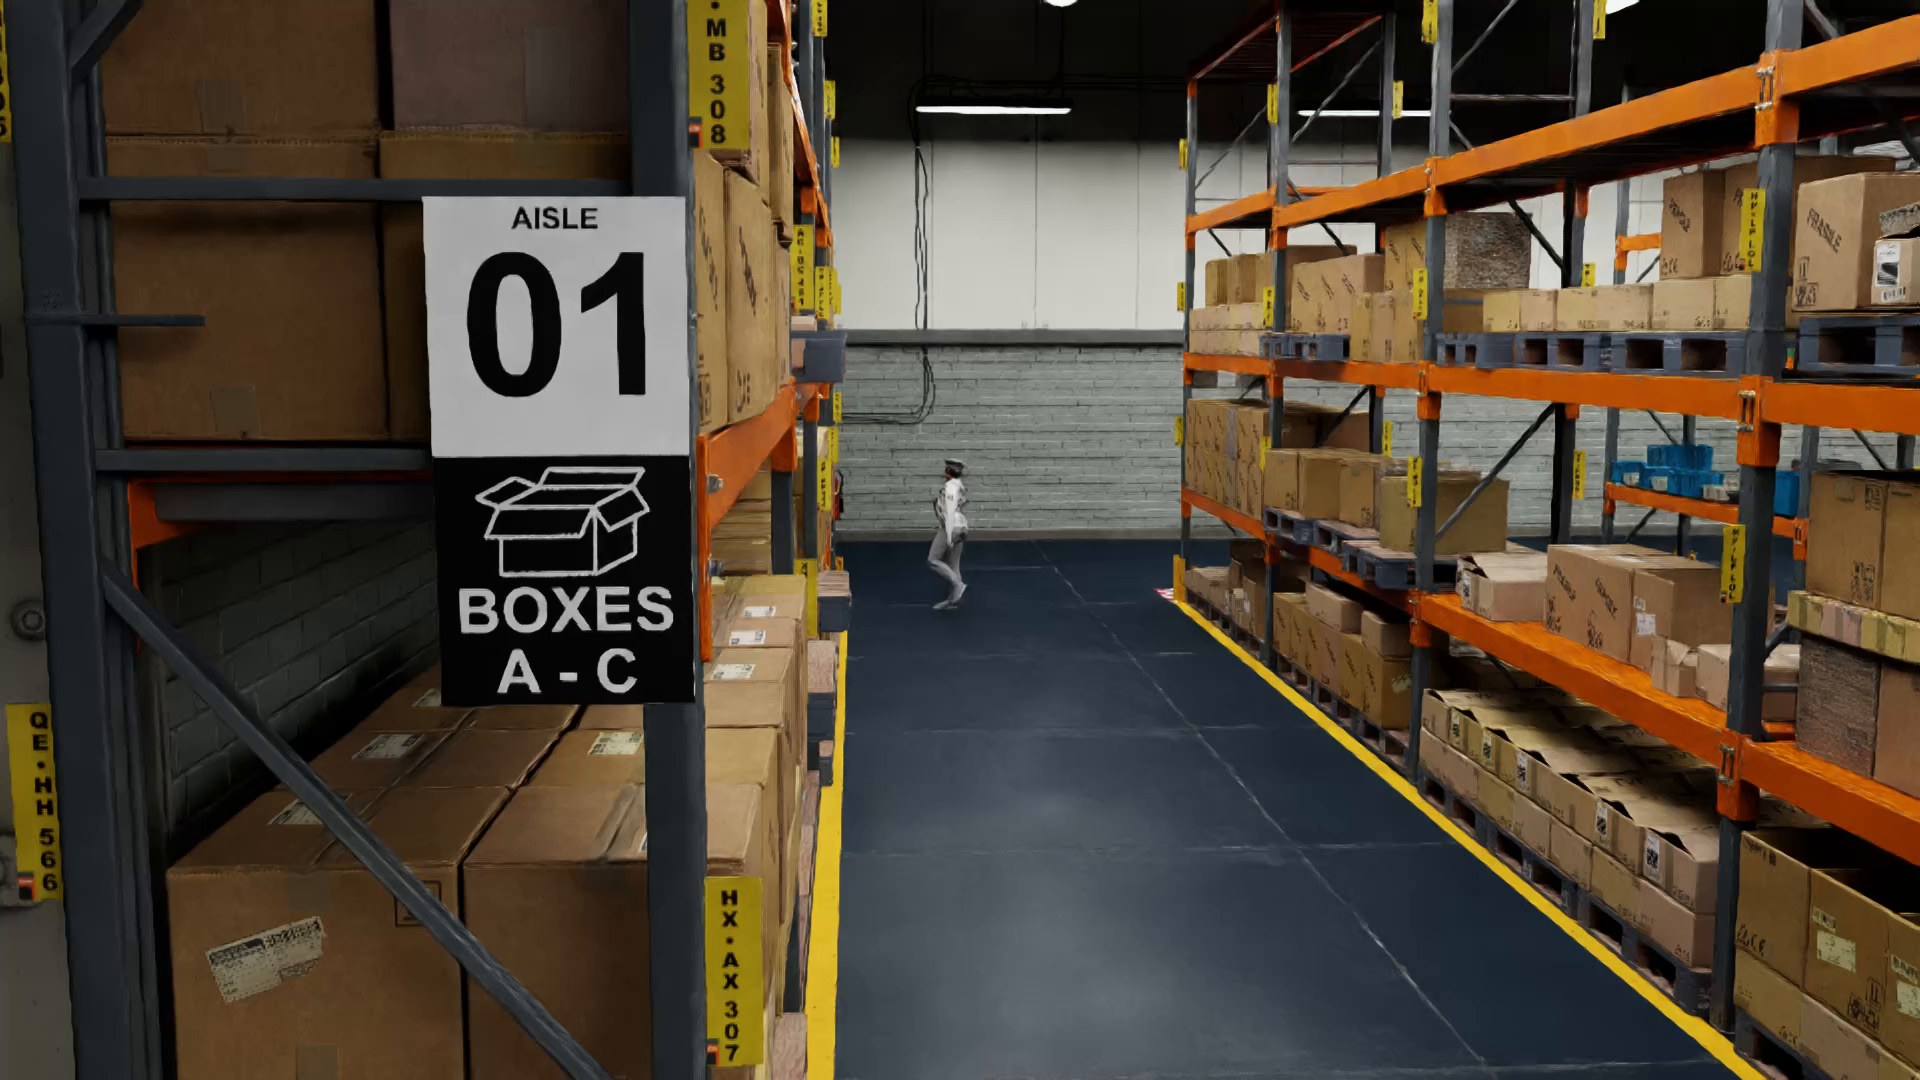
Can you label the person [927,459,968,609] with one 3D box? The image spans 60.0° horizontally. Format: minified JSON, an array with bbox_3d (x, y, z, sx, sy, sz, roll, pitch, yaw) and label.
[{"bbox_3d":[-0.099,-0.064,18.246,0.455,1.631,0.665,2,7,18],"label":"person"}]
